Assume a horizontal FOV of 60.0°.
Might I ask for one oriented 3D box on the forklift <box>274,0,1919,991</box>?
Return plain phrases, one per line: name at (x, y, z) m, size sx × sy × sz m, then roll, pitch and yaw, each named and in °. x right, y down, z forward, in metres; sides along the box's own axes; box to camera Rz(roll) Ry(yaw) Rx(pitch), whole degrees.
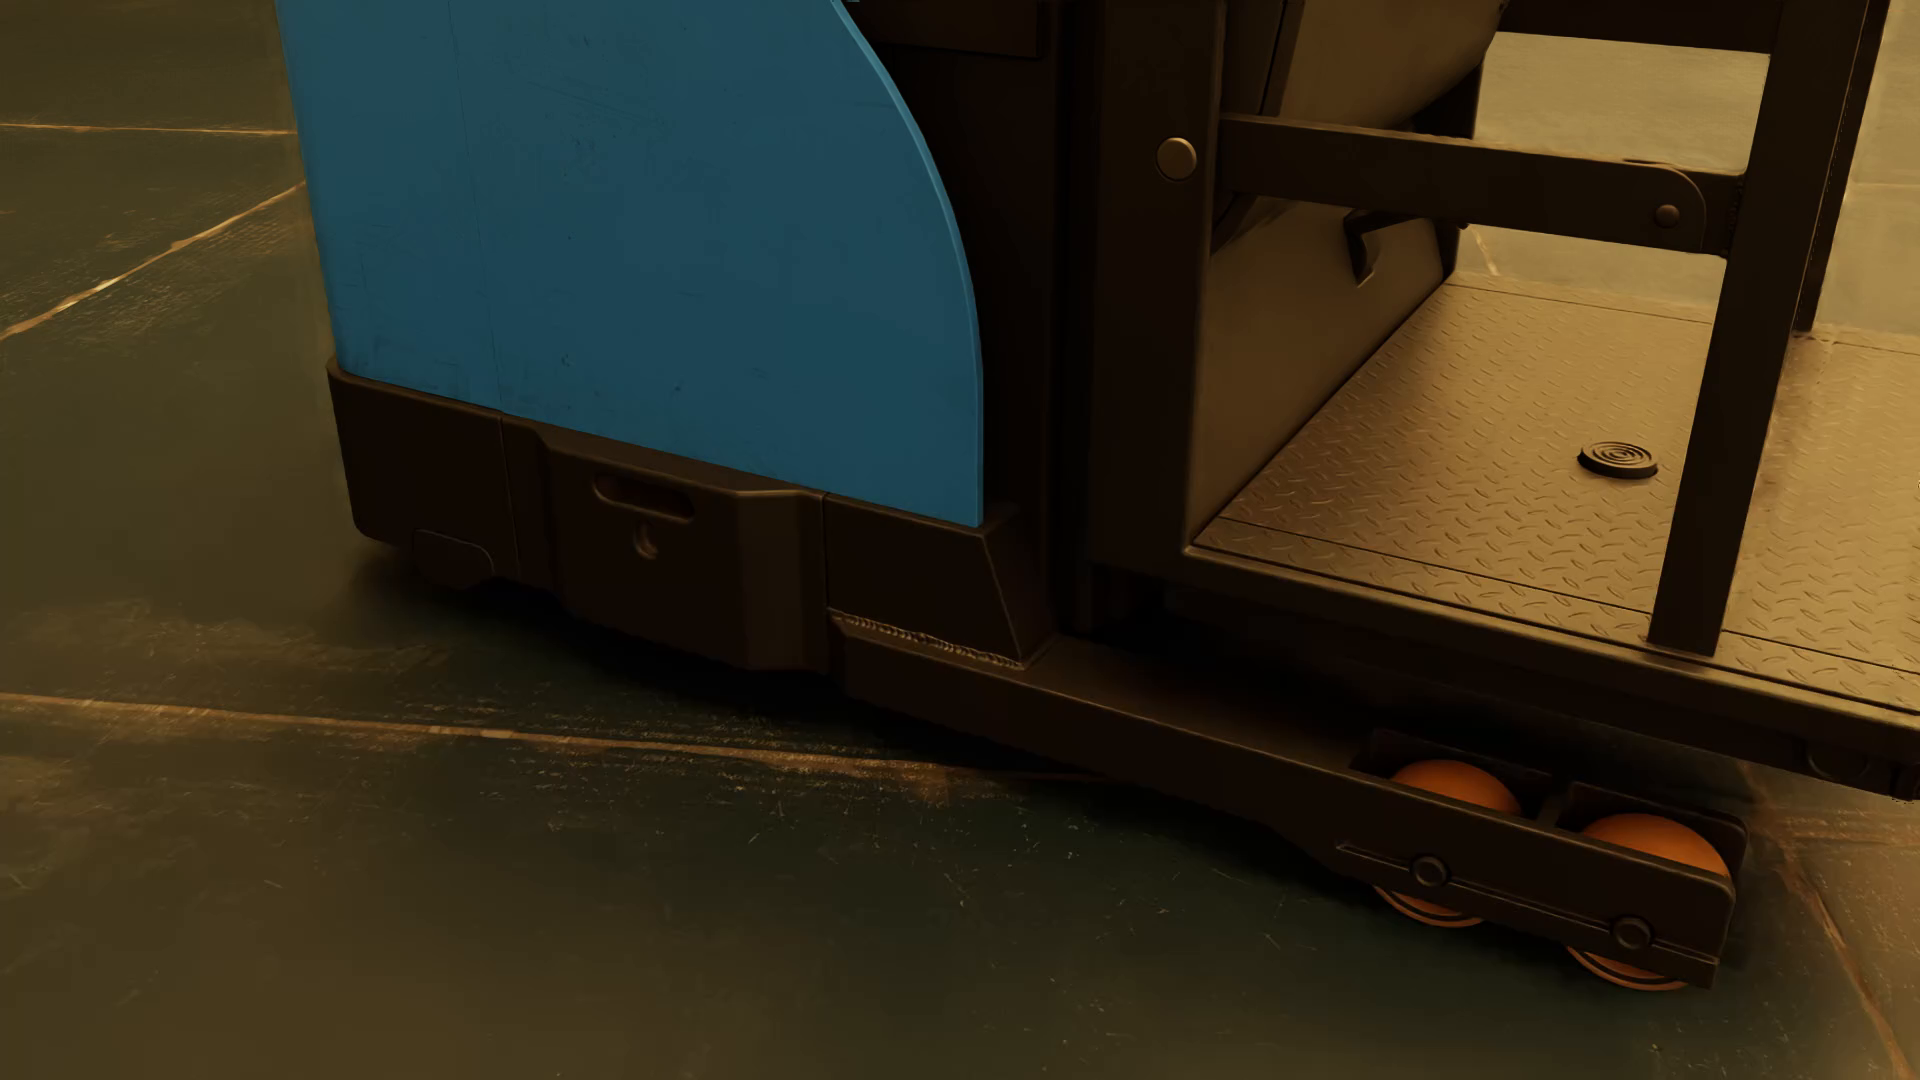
forklift at (0.663, -1.146, 1.513) m, size 3.031 × 2.935 × 1.130 m, roll 14°, pitch 30°, yaw 26°
